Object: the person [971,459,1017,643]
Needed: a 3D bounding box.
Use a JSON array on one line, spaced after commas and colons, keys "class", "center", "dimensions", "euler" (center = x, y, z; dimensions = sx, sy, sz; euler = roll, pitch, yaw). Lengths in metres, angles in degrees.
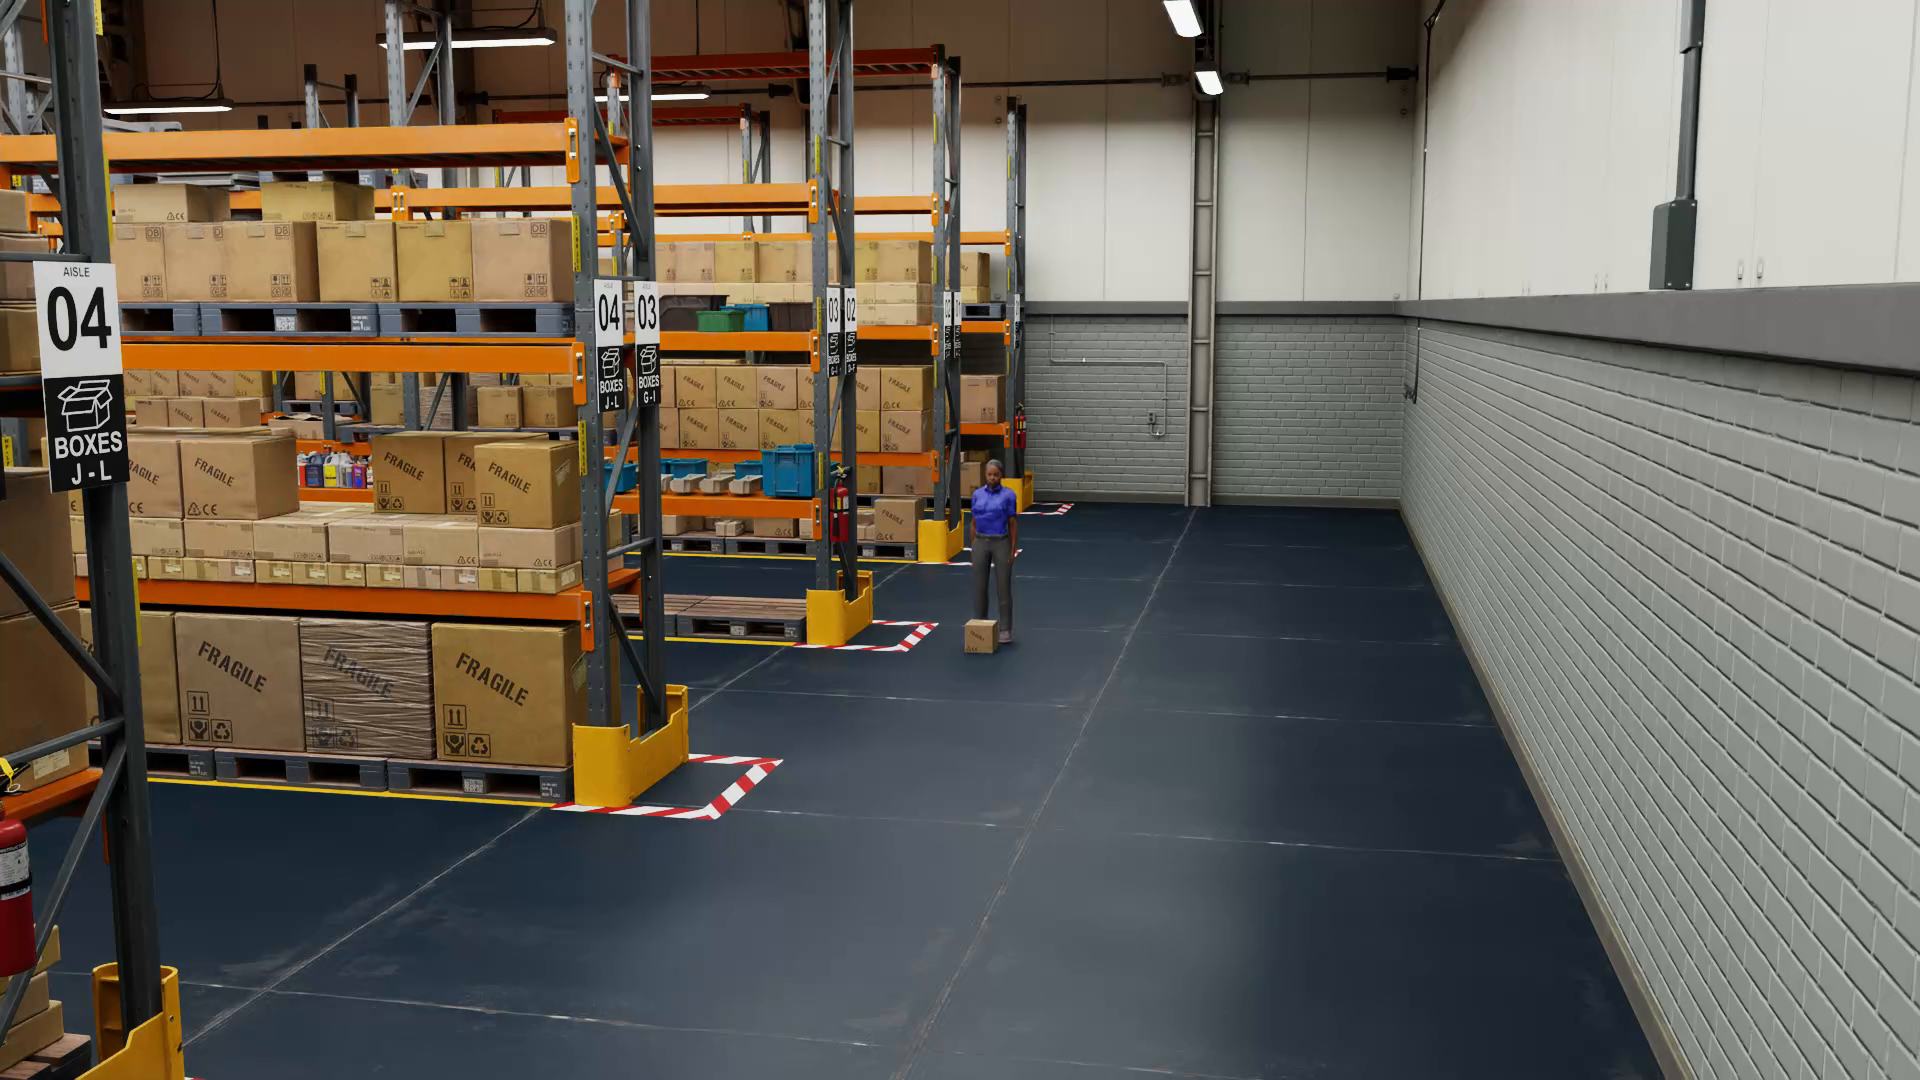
[{"class": "person", "center": [0.303, 0.096, 15.164], "dimensions": [0.436, 1.663, 0.314], "euler": [2, 8, 13]}]
